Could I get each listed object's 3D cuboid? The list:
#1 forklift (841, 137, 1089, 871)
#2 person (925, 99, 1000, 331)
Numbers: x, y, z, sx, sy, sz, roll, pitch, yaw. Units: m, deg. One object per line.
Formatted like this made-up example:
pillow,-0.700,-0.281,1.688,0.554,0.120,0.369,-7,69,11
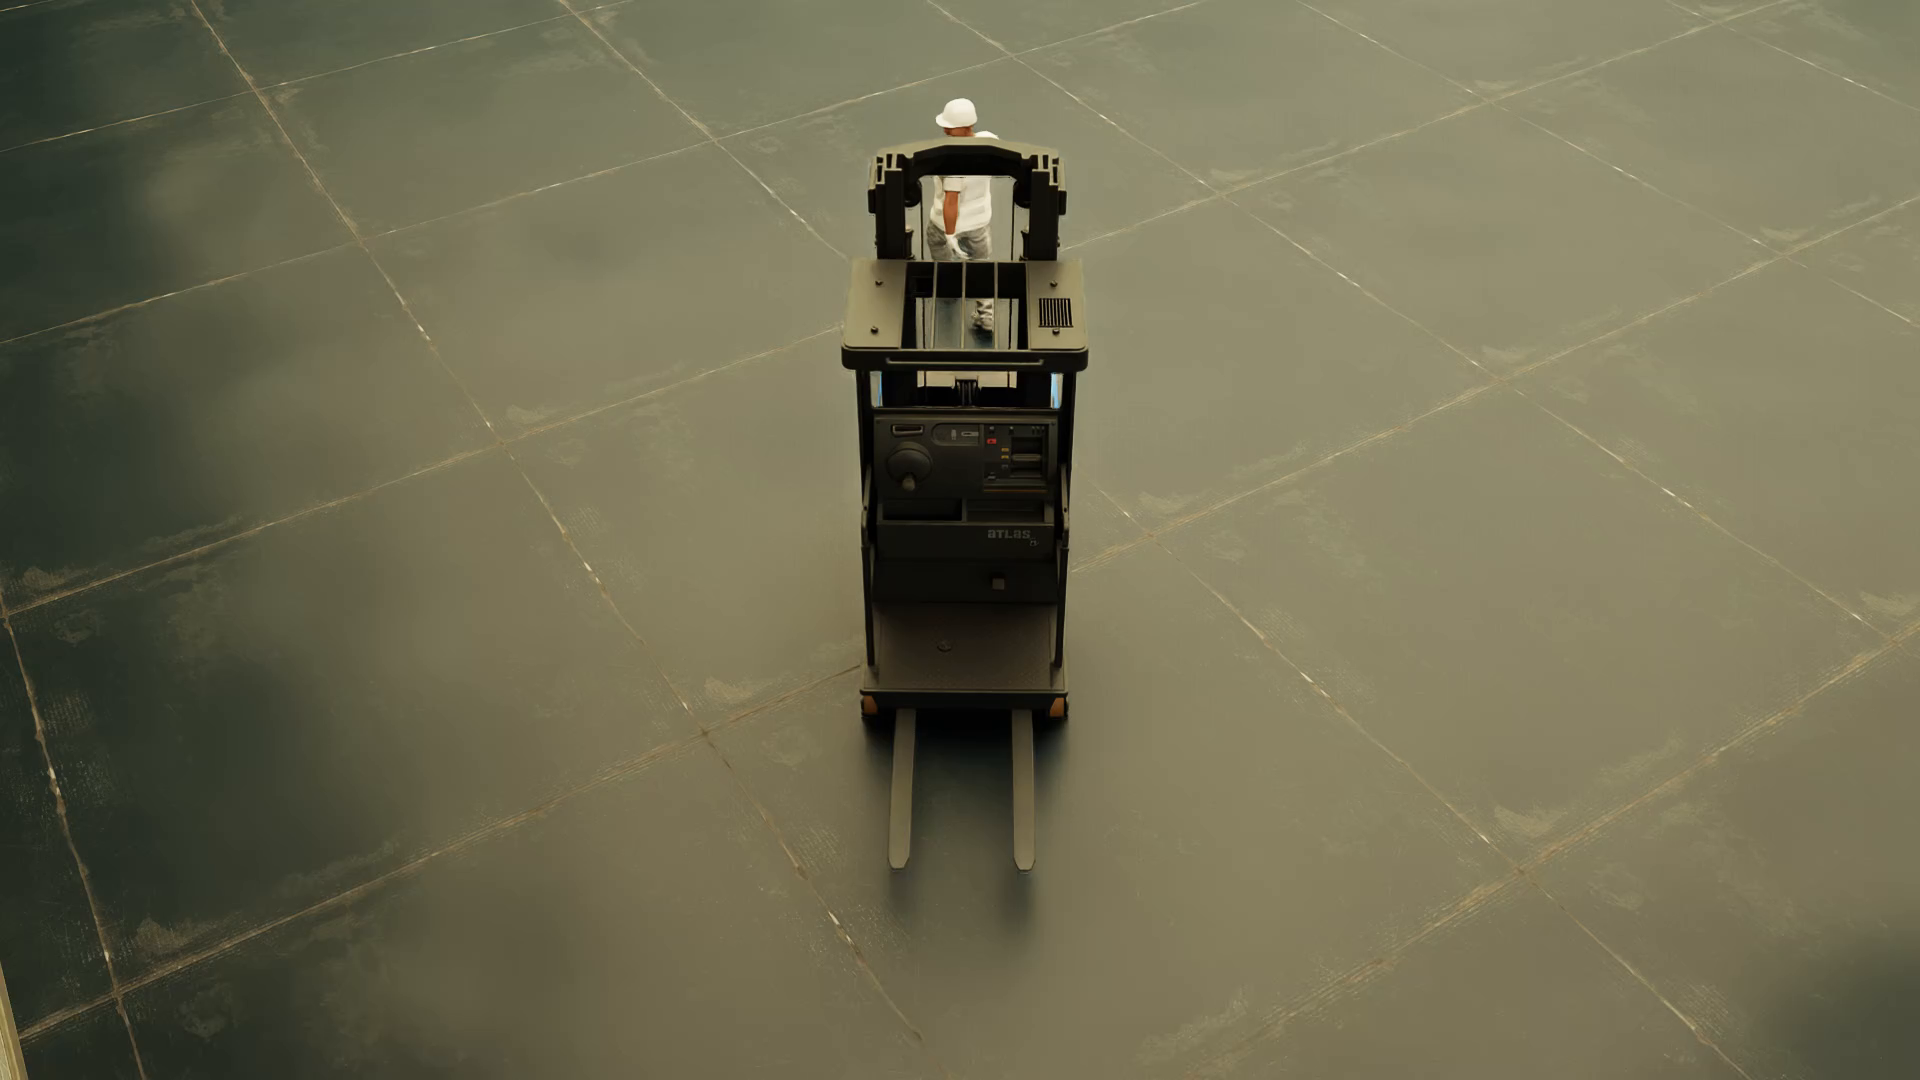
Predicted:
forklift,0.027,-0.356,8.278,1.130,2.935,3.031,1,41,1
person,0.011,-2.243,11.400,0.584,1.691,0.941,-18,44,-20
